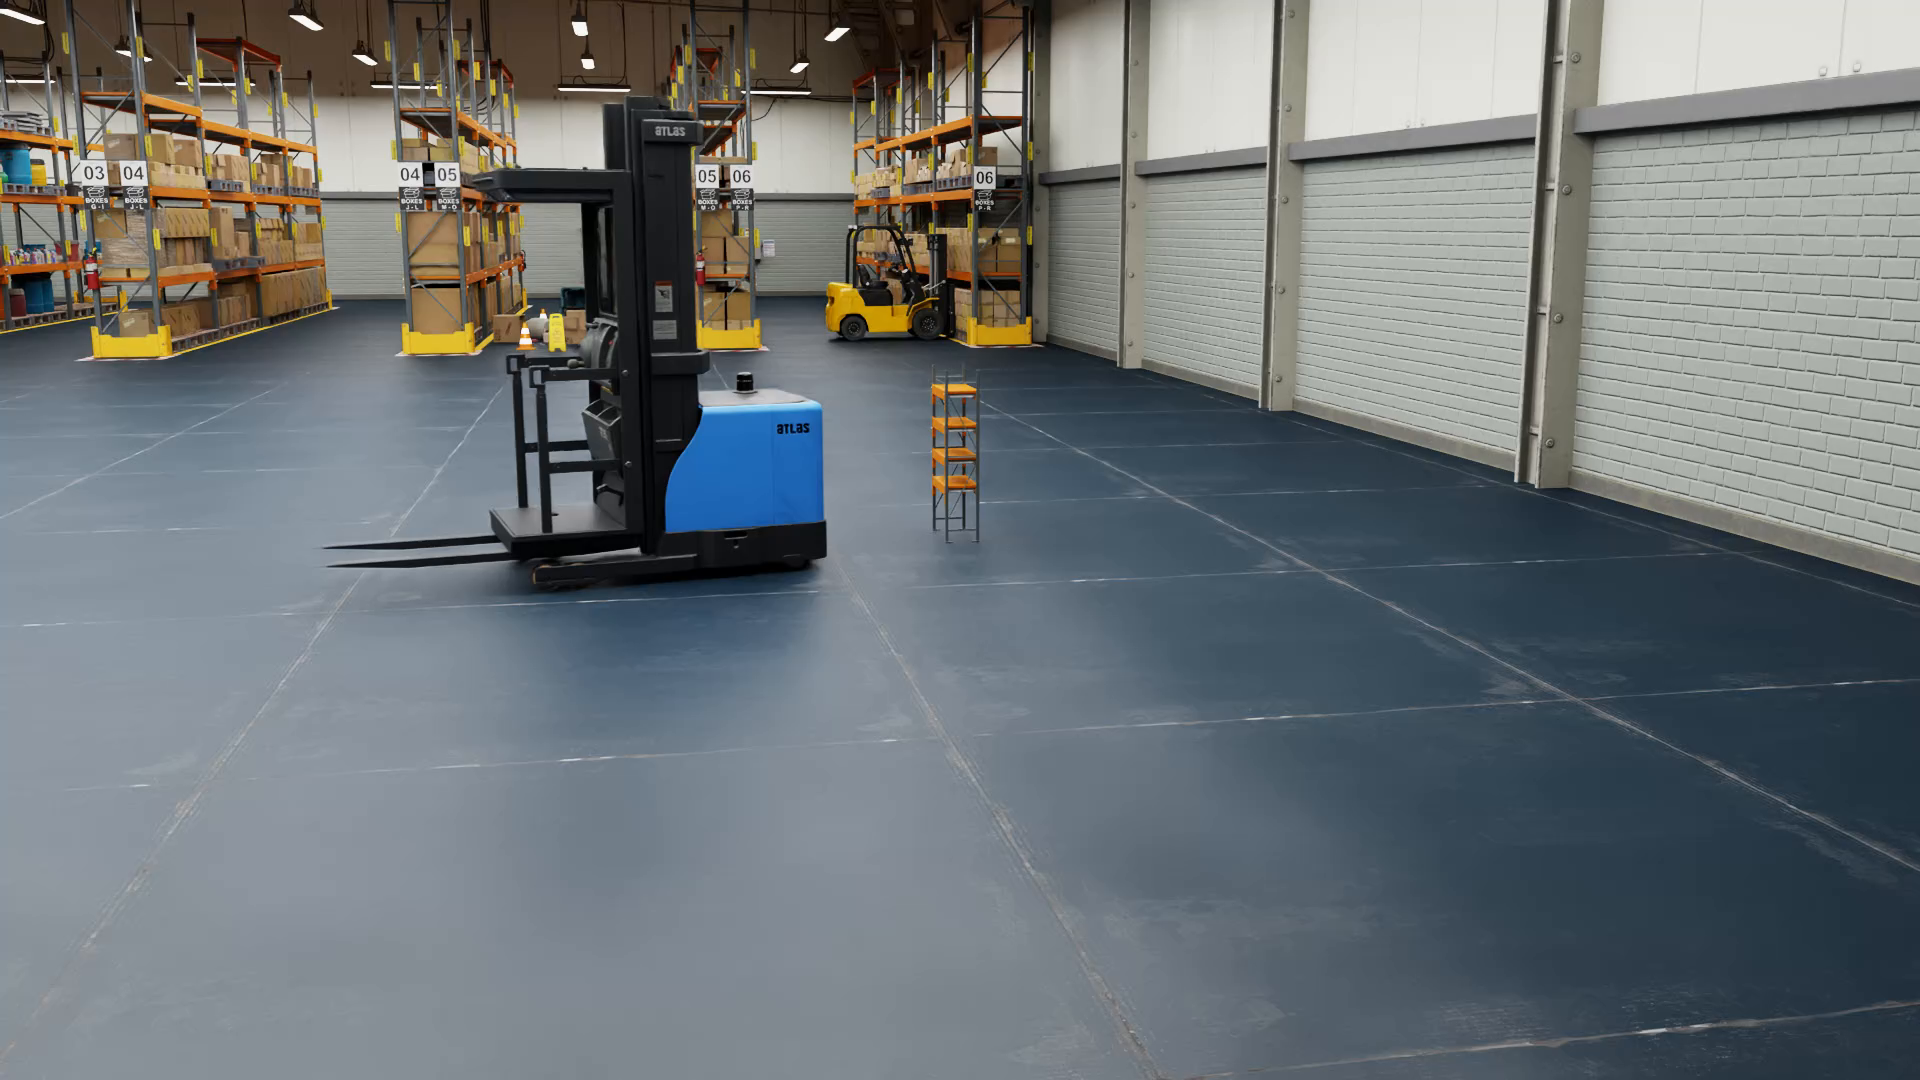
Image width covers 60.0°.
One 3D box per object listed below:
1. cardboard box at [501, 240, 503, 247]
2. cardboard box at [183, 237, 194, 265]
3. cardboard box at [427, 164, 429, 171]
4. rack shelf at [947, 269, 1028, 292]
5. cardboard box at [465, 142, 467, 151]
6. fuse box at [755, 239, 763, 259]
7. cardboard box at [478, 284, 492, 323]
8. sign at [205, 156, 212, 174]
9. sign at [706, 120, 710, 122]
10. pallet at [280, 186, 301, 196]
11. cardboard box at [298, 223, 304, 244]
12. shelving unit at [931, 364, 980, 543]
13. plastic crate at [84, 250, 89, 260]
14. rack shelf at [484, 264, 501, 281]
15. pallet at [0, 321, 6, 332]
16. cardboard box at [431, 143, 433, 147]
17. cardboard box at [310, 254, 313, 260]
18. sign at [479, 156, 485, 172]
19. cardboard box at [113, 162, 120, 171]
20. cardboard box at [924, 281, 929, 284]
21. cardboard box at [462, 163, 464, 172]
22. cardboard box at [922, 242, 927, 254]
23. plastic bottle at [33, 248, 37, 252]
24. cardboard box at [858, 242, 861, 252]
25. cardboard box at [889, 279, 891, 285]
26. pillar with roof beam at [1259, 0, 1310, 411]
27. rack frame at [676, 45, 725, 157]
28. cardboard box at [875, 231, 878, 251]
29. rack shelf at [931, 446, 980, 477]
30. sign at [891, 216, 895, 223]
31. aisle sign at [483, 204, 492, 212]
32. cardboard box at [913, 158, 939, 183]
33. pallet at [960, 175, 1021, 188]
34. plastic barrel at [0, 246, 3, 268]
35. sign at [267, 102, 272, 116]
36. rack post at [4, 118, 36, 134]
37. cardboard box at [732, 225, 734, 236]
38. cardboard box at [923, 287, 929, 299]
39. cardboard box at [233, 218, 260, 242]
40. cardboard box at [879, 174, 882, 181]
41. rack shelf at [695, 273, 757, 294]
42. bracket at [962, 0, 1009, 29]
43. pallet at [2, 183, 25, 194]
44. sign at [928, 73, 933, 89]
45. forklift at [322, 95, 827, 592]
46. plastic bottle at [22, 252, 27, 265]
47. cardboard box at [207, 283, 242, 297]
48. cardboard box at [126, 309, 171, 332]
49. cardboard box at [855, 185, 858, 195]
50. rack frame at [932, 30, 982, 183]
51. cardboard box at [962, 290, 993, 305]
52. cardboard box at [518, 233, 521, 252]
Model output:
[{"bbox_3d":[-10.890,-6.931,38.841,0.380,0.149,0.250,-2,11,-13],"label":"cardboard box"},{"bbox_3d":[-14.359,-5.212,29.993,0.875,0.500,0.500,-2,11,-11],"label":"cardboard box"},{"bbox_3d":[-9.577,-6.551,29.354,0.380,0.149,0.250,-2,11,-12],"label":"cardboard box"},{"bbox_3d":[0.333,-5.104,32.412,1.077,0.370,4.000,-2,11,-11],"label":"rack shelf"},{"bbox_3d":[-8.932,-6.967,29.405,0.380,0.149,0.250,-2,11,-12],"label":"cardboard box"},{"bbox_3d":[-6.289,-8.294,50.694,0.539,1.711,0.414,-2,11,-11],"label":"fuse box"},{"bbox_3d":[-10.153,-4.833,33.959,1.050,0.750,0.750,-2,11,-11],"label":"cardboard box"},{"bbox_3d":[-14.114,-7.031,31.209,0.100,0.325,0.005,-2,11,-11],"label":"sign"},{"bbox_3d":[-6.723,-11.306,44.318,0.100,0.325,0.005,-2,11,-11],"label":"sign"},{"bbox_3d":[-16.350,-8.330,39.654,1.003,0.211,1.213,-2,11,-11],"label":"pallet"},{"bbox_3d":[-16.132,-7.378,40.038,0.500,0.500,0.500,-2,11,-11],"label":"cardboard box"},{"bbox_3d":[-0.032,-0.620,11.744,0.258,1.200,0.503,-2,11,-11],"label":"shelving unit"},{"bbox_3d":[-21.186,-6.883,40.124,0.416,0.233,0.300,-2,11,-11],"label":"plastic crate"},{"bbox_3d":[-10.149,-5.458,34.272,1.077,0.370,4.000,-2,11,-11],"label":"rack shelf"},{"bbox_3d":[-20.169,-4.322,33.842,1.003,0.211,1.213,-2,11,-11],"label":"pallet"},{"bbox_3d":[-9.727,-7.083,30.015,0.380,0.149,0.250,-2,11,-11],"label":"cardboard box"},{"bbox_3d":[-16.290,-7.026,41.260,0.380,0.149,0.250,-2,11,-10],"label":"cardboard box"},{"bbox_3d":[-9.216,-7.231,32.048,0.100,0.325,0.005,-2,11,-11],"label":"sign"},{"bbox_3d":[-14.163,-6.236,27.750,0.380,0.149,0.250,-2,11,-13],"label":"cardboard box"},{"bbox_3d":[-0.630,-5.961,38.823,0.380,0.149,0.250,-2,11,-8],"label":"cardboard box"},{"bbox_3d":[-8.785,-6.437,28.754,0.380,0.149,0.250,-2,11,-10],"label":"cardboard box"},{"bbox_3d":[-0.510,-6.171,35.158,0.500,0.250,0.500,-2,11,-12],"label":"cardboard box"},{"bbox_3d":[-20.665,-6.349,37.165,0.144,0.351,0.185,-2,11,-11],"label":"plastic bottle"},{"bbox_3d":[-2.468,-7.912,44.847,0.500,0.250,0.500,-2,11,-10],"label":"cardboard box"},{"bbox_3d":[-1.534,-6.321,40.712,0.380,0.149,0.250,-2,11,-11],"label":"cardboard box"},{"bbox_3d":[-0.418,-5.840,18.314,9.100,9.000,0.400,-2,11,-11],"label":"pillar with roof beam"},{"bbox_3d":[-5.702,-9.323,36.614,1.000,3.000,0.127,-2,11,-11],"label":"rack frame"},{"bbox_3d":[-1.737,-7.450,41.424,0.700,0.500,0.500,-2,11,-10],"label":"cardboard box"},{"bbox_3d":[-0.032,-0.554,11.756,0.258,0.148,0.480,-2,11,-11],"label":"rack shelf"},{"bbox_3d":[-1.842,-8.765,45.784,0.100,0.325,0.005,-2,11,-11],"label":"sign"},{"bbox_3d":[-12.402,-8.925,43.610,0.394,0.787,0.004,-2,11,-11],"label":"aisle sign"},{"bbox_3d":[-0.734,-8.007,36.063,0.500,0.500,0.500,-2,11,-10],"label":"cardboard box"},{"bbox_3d":[0.610,-6.651,30.832,1.003,0.211,1.213,-2,11,-11],"label":"pallet"},{"bbox_3d":[-19.894,-5.829,33.933,0.600,0.536,0.708,-2,11,-11],"label":"plastic barrel"},{"bbox_3d":[-17.525,-10.948,42.227,0.100,0.325,0.005,-2,11,-11],"label":"sign"},{"bbox_3d":[-20.541,-8.904,35.749,0.937,0.300,0.954,-1,11,-5],"label":"rack post"},{"bbox_3d":[-4.734,-6.141,33.750,0.500,0.500,0.500,-2,11,-10],"label":"cardboard box"},{"bbox_3d":[-0.312,-5.101,35.705,0.875,0.625,0.625,-2,11,-12],"label":"cardboard box"},{"bbox_3d":[-15.549,-6.693,35.886,0.797,0.503,0.637,-2,11,-9],"label":"cardboard box"},{"bbox_3d":[-1.779,-8.831,40.537,0.380,0.149,0.250,-2,11,-12],"label":"cardboard box"},{"bbox_3d":[-4.535,-4.922,31.460,1.077,0.370,4.000,-2,11,-11],"label":"rack shelf"},{"bbox_3d":[0.540,-10.502,33.178,0.076,0.066,4.783,-2,11,-11],"label":"bracket"},{"bbox_3d":[-20.334,-7.360,34.828,1.003,0.211,1.213,-2,11,-11],"label":"pallet"},{"bbox_3d":[-0.586,-9.247,33.501,0.100,0.325,0.005,-2,11,-11],"label":"sign"},{"bbox_3d":[-2.430,-1.236,10.349,3.031,2.935,1.130,-4,12,-22],"label":"forklift"},{"bbox_3d":[-20.228,-6.083,35.947,0.061,0.283,0.133,-2,11,-11],"label":"plastic bottle"},{"bbox_3d":[-15.150,-5.154,34.255,0.500,0.250,0.500,-1,11,-5],"label":"cardboard box"},{"bbox_3d":[-14.122,-3.751,28.941,0.500,0.500,0.500,1,11,4],"label":"cardboard box"},{"bbox_3d":[-2.572,-9.479,45.061,0.500,0.250,0.500,-2,11,-12],"label":"cardboard box"},{"bbox_3d":[-0.056,-8.771,33.711,1.000,3.000,0.127,-2,11,-11],"label":"rack frame"},{"bbox_3d":[0.326,-4.510,30.926,0.500,0.250,0.500,-2,11,-9],"label":"cardboard box"},{"bbox_3d":[-11.754,-7.767,43.419,0.500,0.500,0.500,-2,11,-10],"label":"cardboard box"}]
